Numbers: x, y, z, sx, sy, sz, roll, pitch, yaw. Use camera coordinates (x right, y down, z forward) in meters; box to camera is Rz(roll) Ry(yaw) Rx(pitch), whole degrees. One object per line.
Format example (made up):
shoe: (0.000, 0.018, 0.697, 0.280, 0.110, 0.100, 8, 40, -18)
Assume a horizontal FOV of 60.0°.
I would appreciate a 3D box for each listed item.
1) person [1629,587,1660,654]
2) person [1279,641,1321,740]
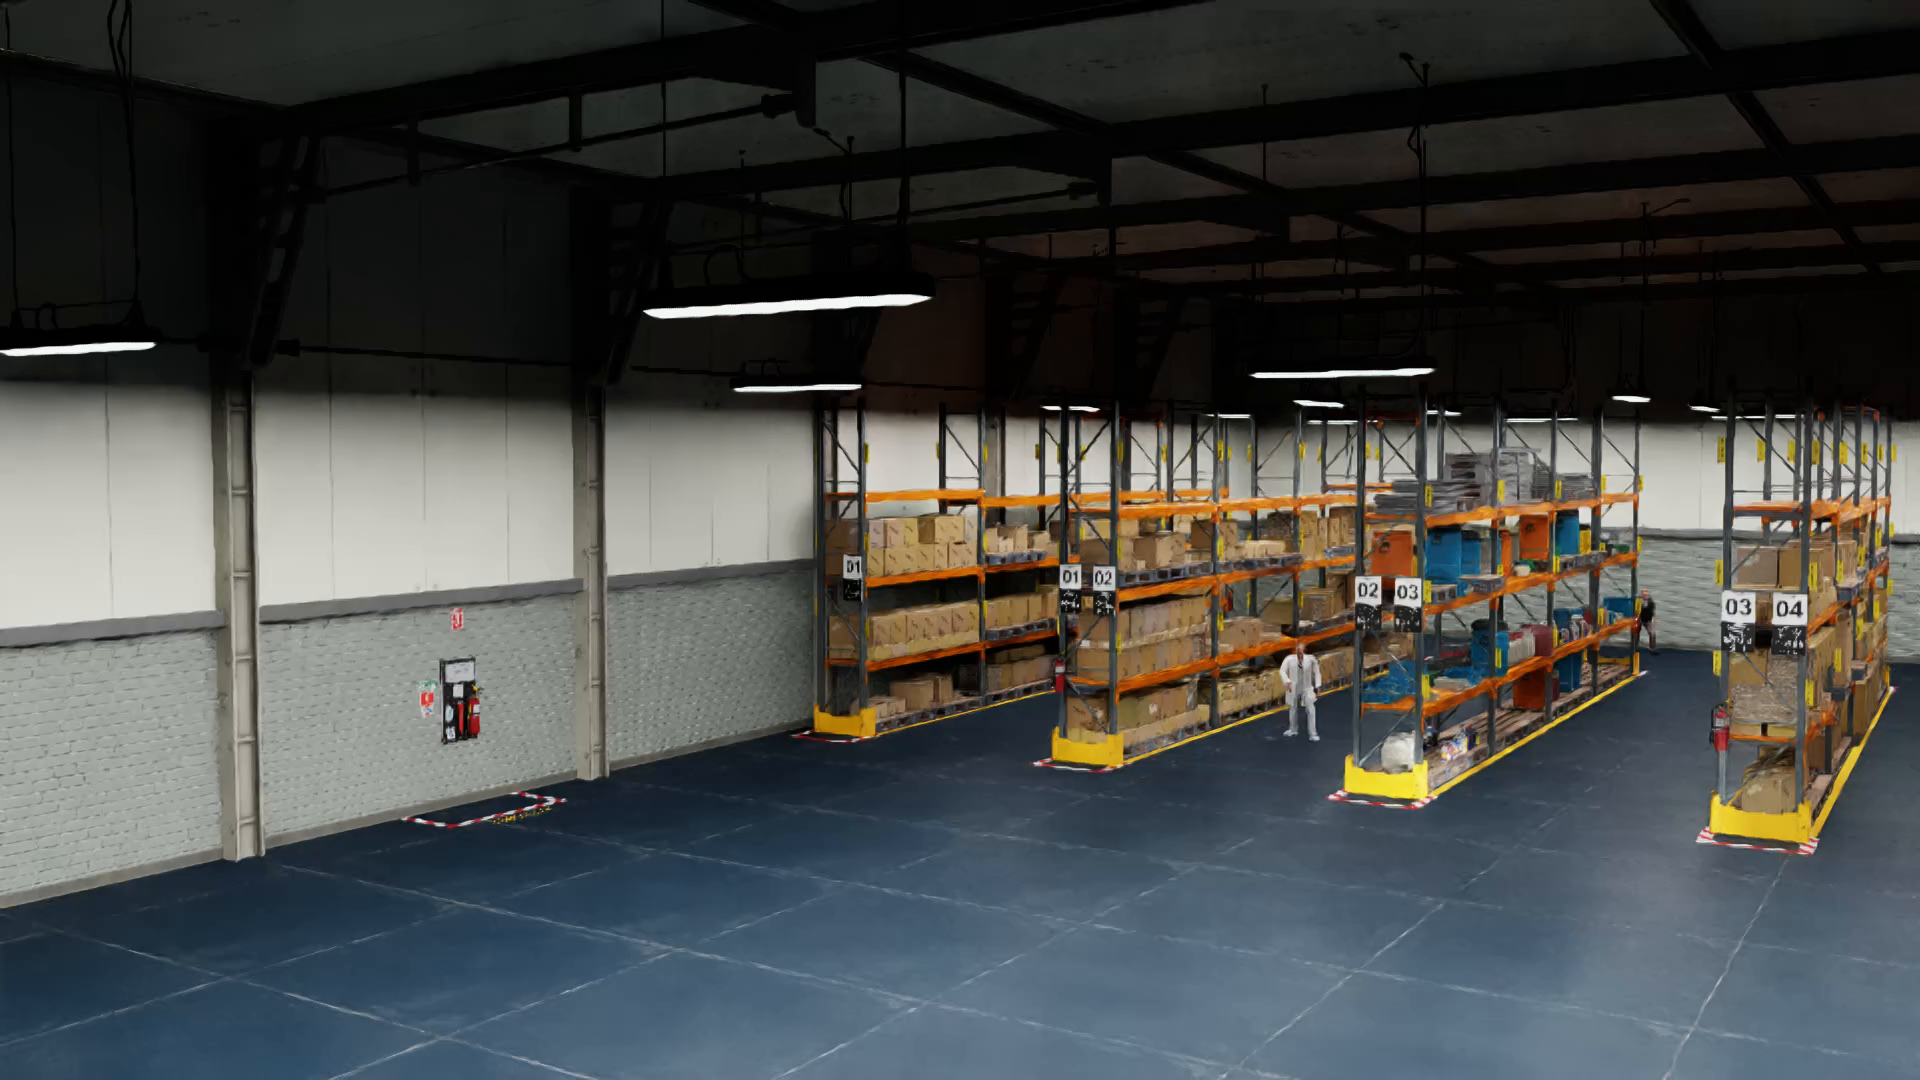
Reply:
person: (17.022, 1.997, 41.402, 0.682, 1.658, 0.844, 1, 3, 15)
person: (5.960, 2.611, 29.047, 0.735, 1.715, 0.896, 1, 3, 17)
